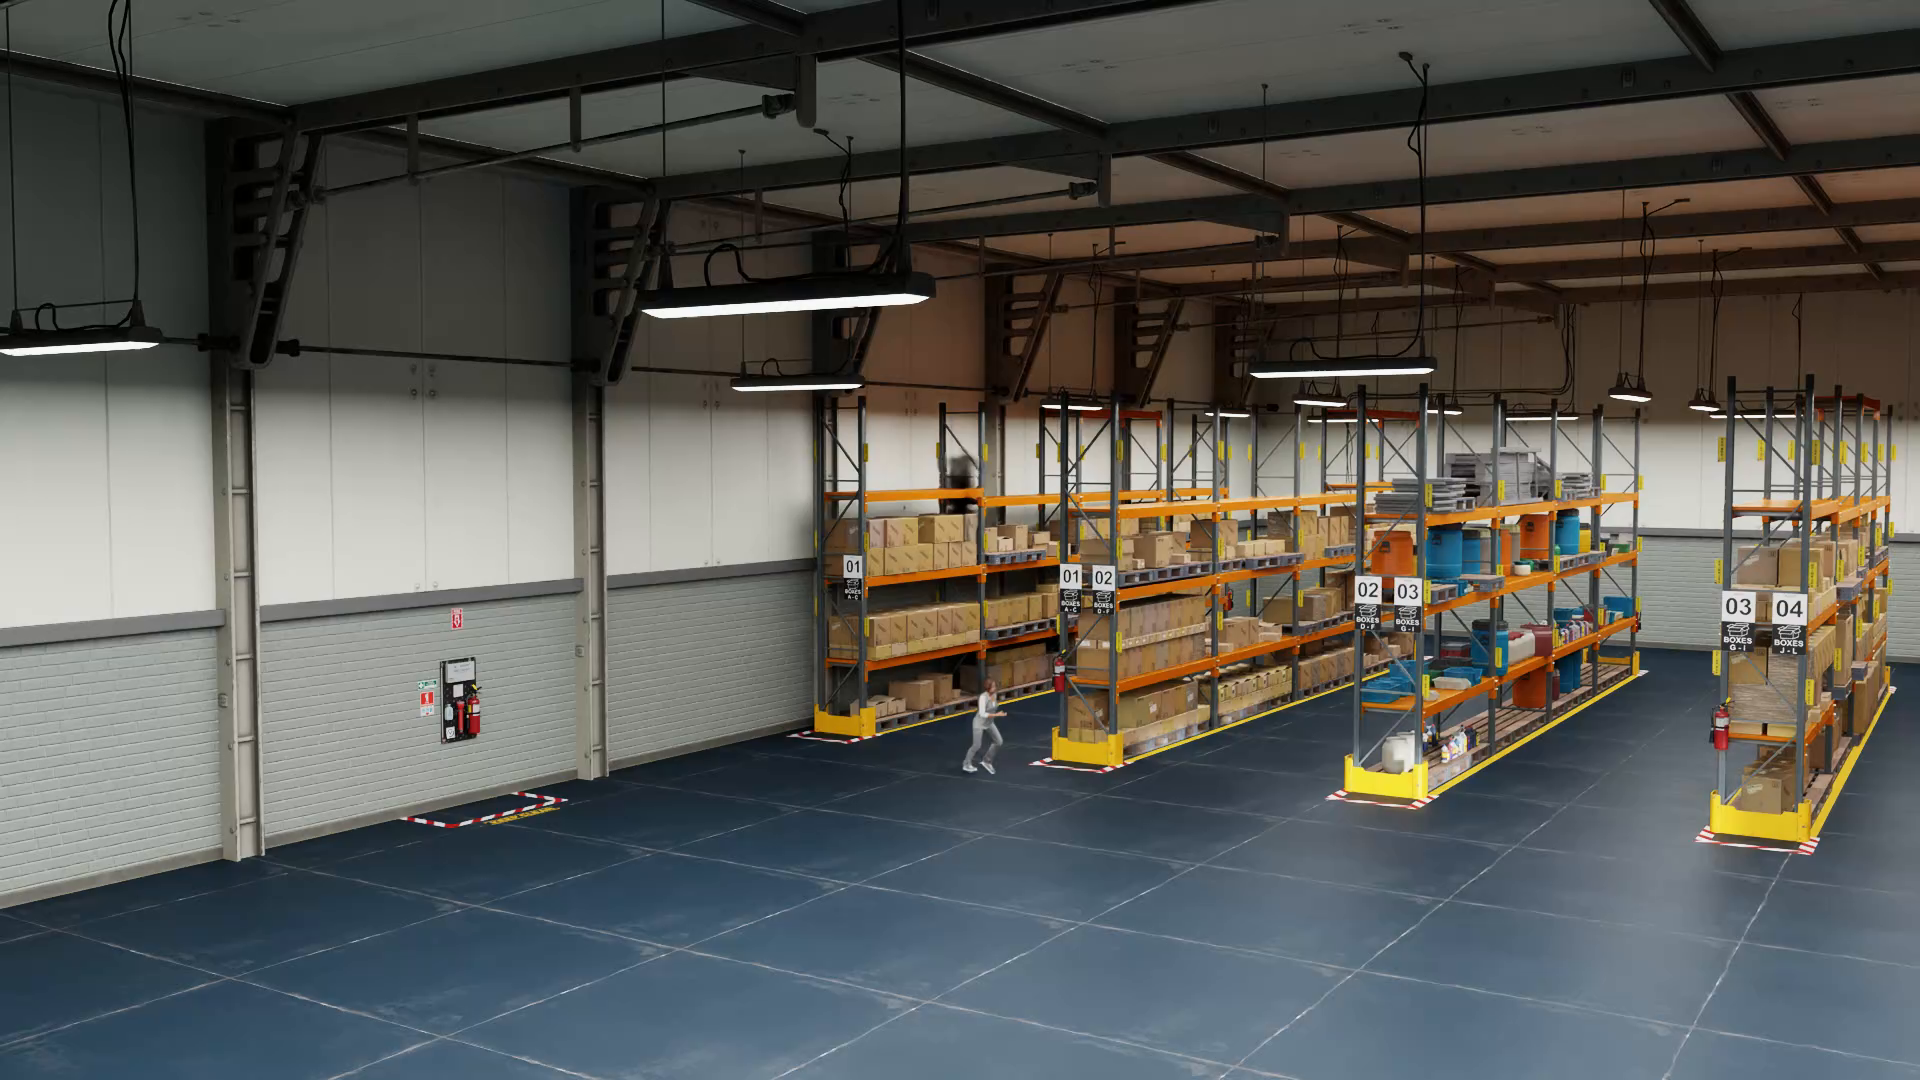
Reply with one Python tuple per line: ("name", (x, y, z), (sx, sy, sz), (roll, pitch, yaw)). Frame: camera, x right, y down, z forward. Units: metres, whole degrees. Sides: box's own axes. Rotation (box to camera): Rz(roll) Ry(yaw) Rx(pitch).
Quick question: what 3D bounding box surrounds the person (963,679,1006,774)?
("person", (0.395, 2.884, 25.736), (0.887, 1.520, 0.528), (3, 4, 44))
